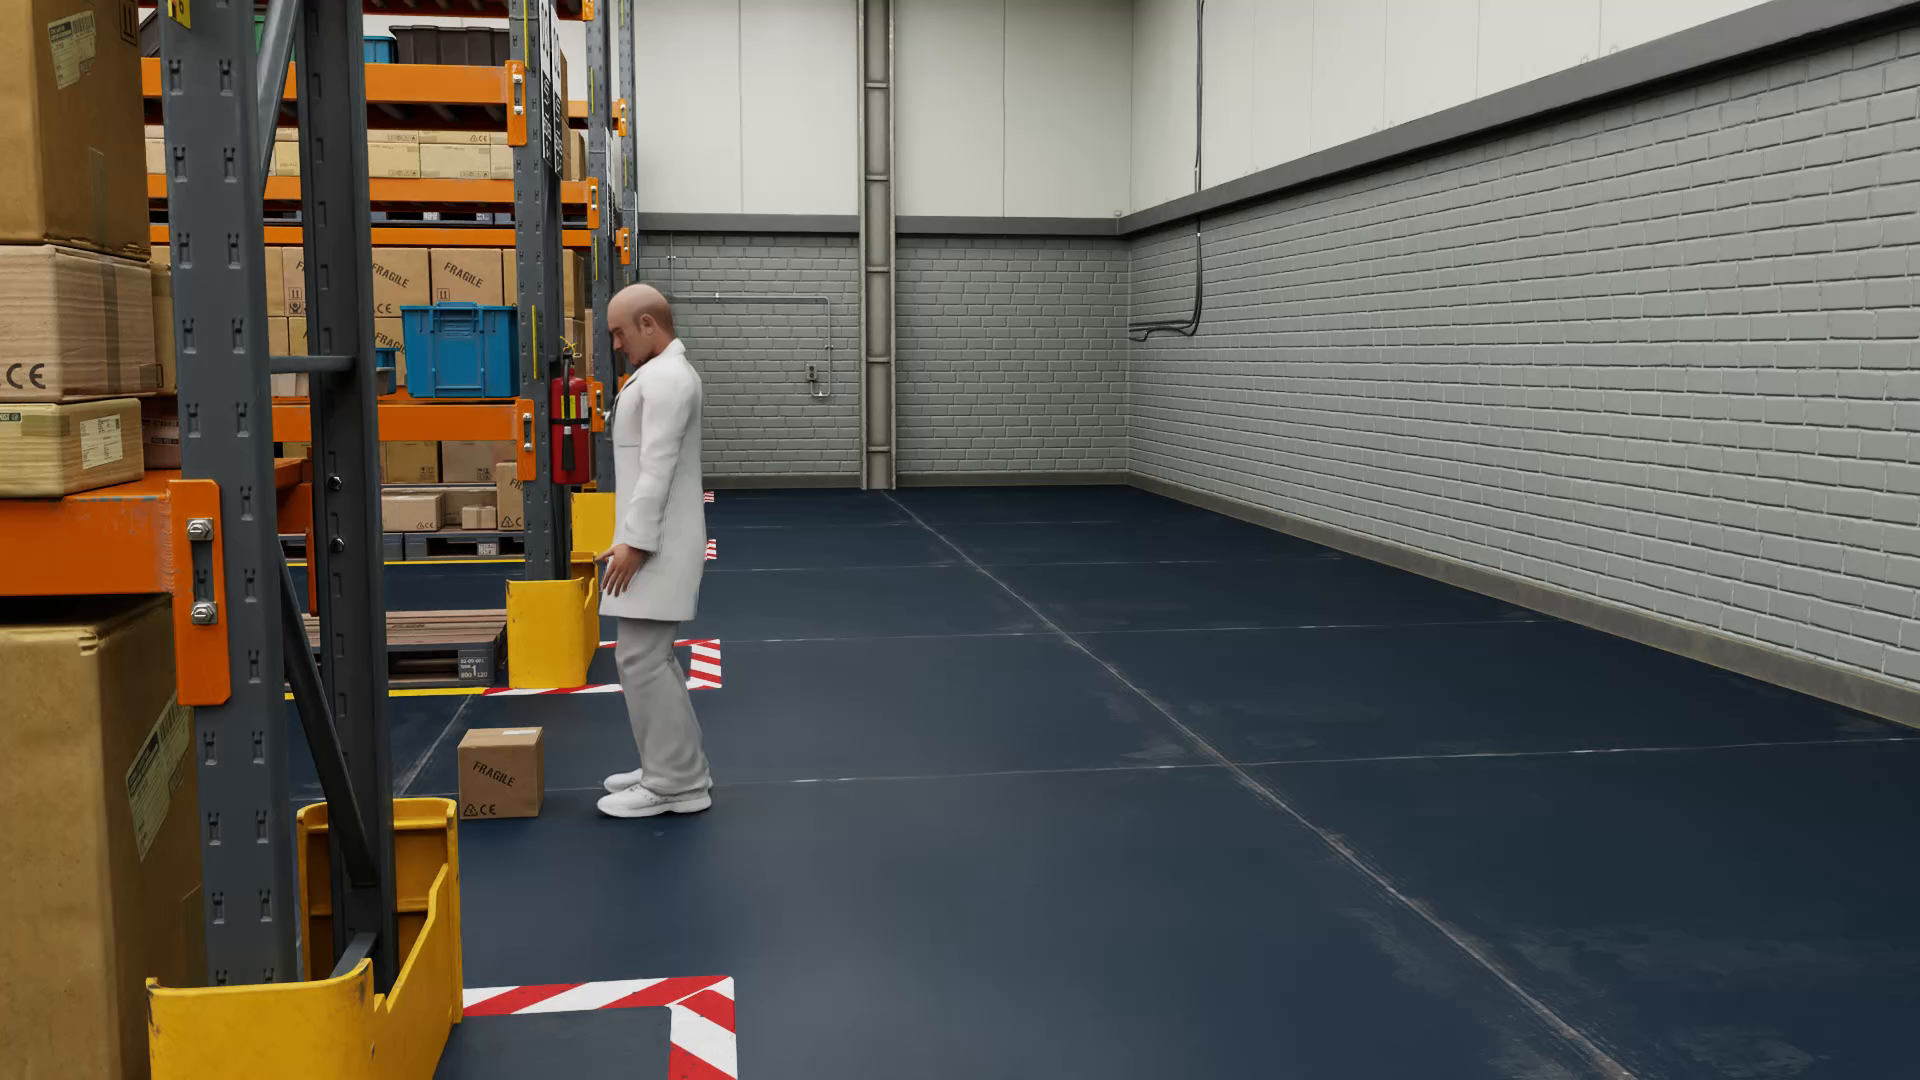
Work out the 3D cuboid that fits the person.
[{"bbox_3d":[-1.036,0.034,5.584,0.378,1.761,0.569,-1,6,-8],"label":"person"}]
